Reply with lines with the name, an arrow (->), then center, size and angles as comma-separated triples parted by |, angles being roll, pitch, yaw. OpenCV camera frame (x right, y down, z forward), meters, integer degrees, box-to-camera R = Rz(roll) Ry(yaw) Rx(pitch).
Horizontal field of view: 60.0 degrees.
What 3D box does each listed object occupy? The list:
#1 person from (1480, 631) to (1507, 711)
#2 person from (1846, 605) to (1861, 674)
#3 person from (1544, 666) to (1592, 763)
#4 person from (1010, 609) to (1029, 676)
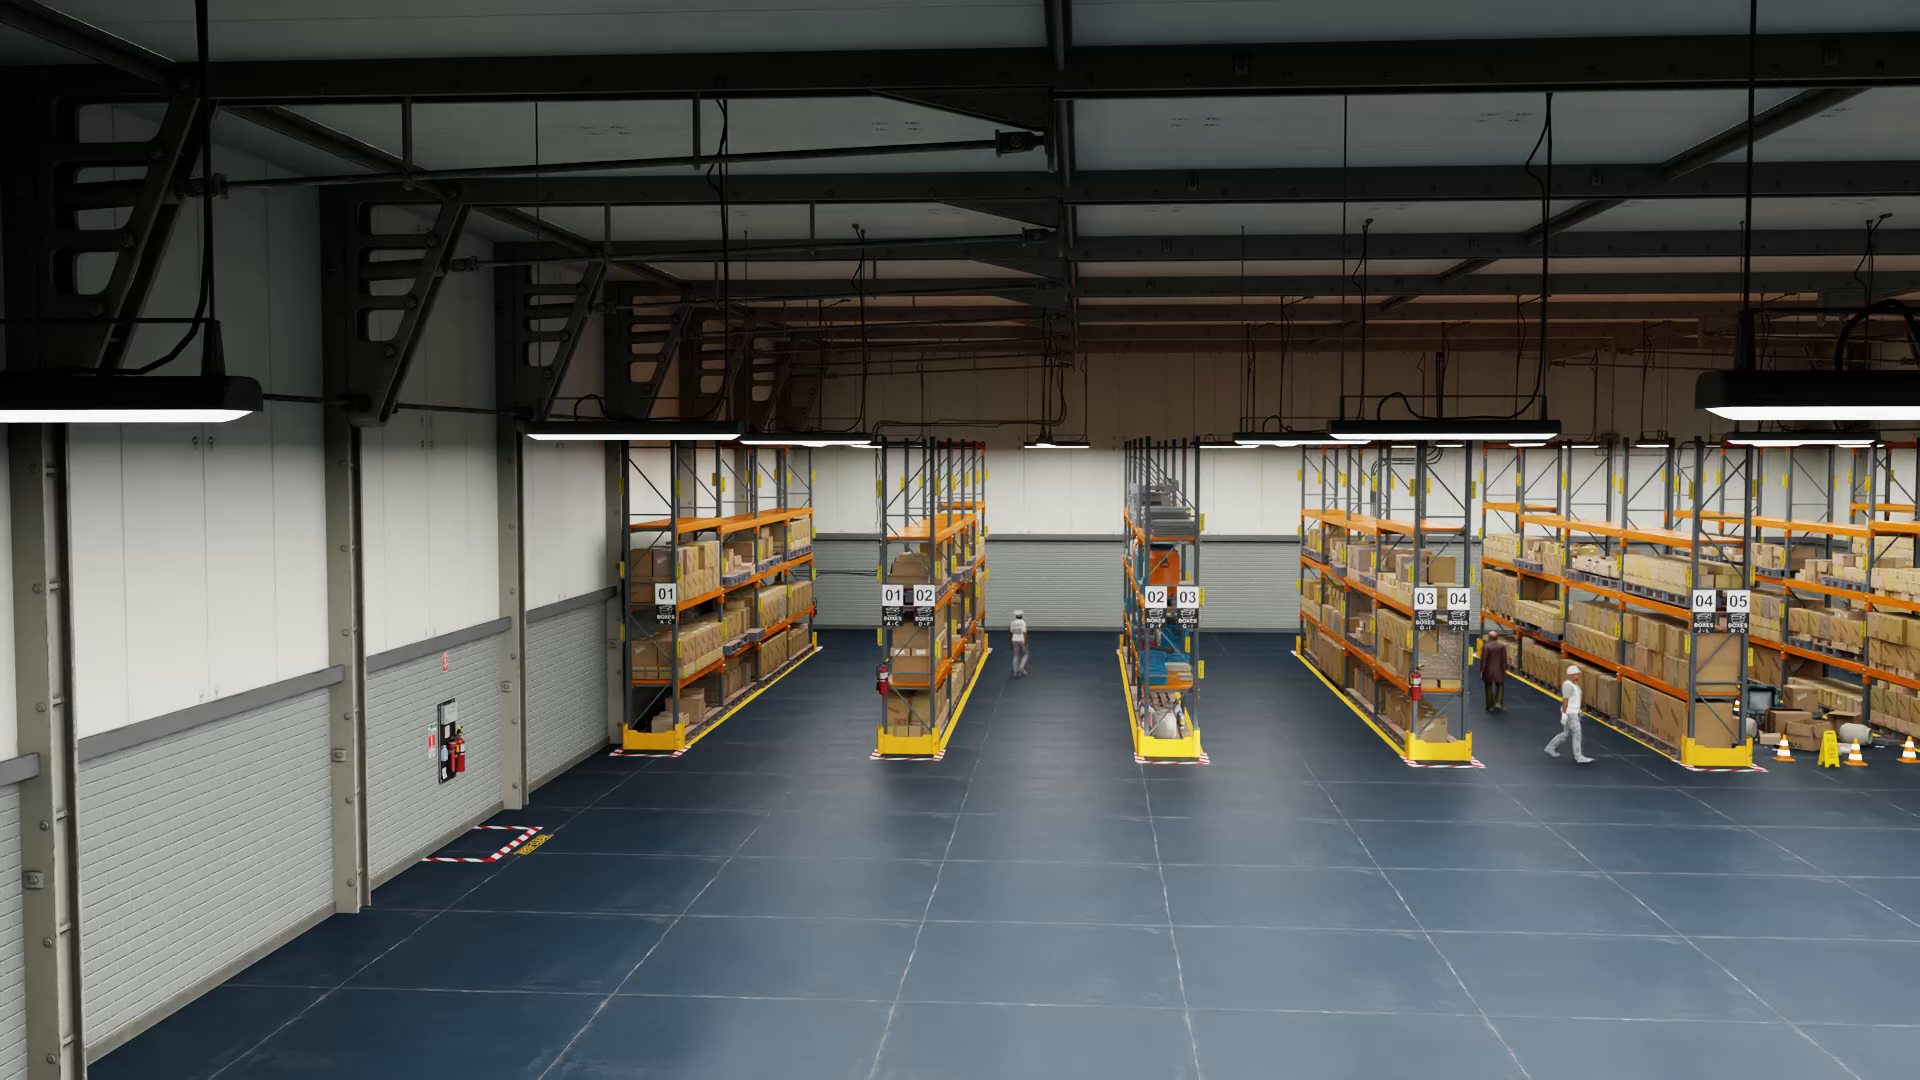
person -> 11.720, 2.883, 36.549 | 0.592, 1.776, 0.580 | 1, 3, 10
person -> 22.993, 2.546, 42.562 | 0.590, 1.762, 0.552 | -1, 3, -23
person -> 11.254, 3.202, 30.728 | 0.851, 1.772, 0.590 | 1, 3, 23
person -> 1.497, 2.608, 42.302 | 0.490, 1.680, 0.480 | 1, 3, 25
